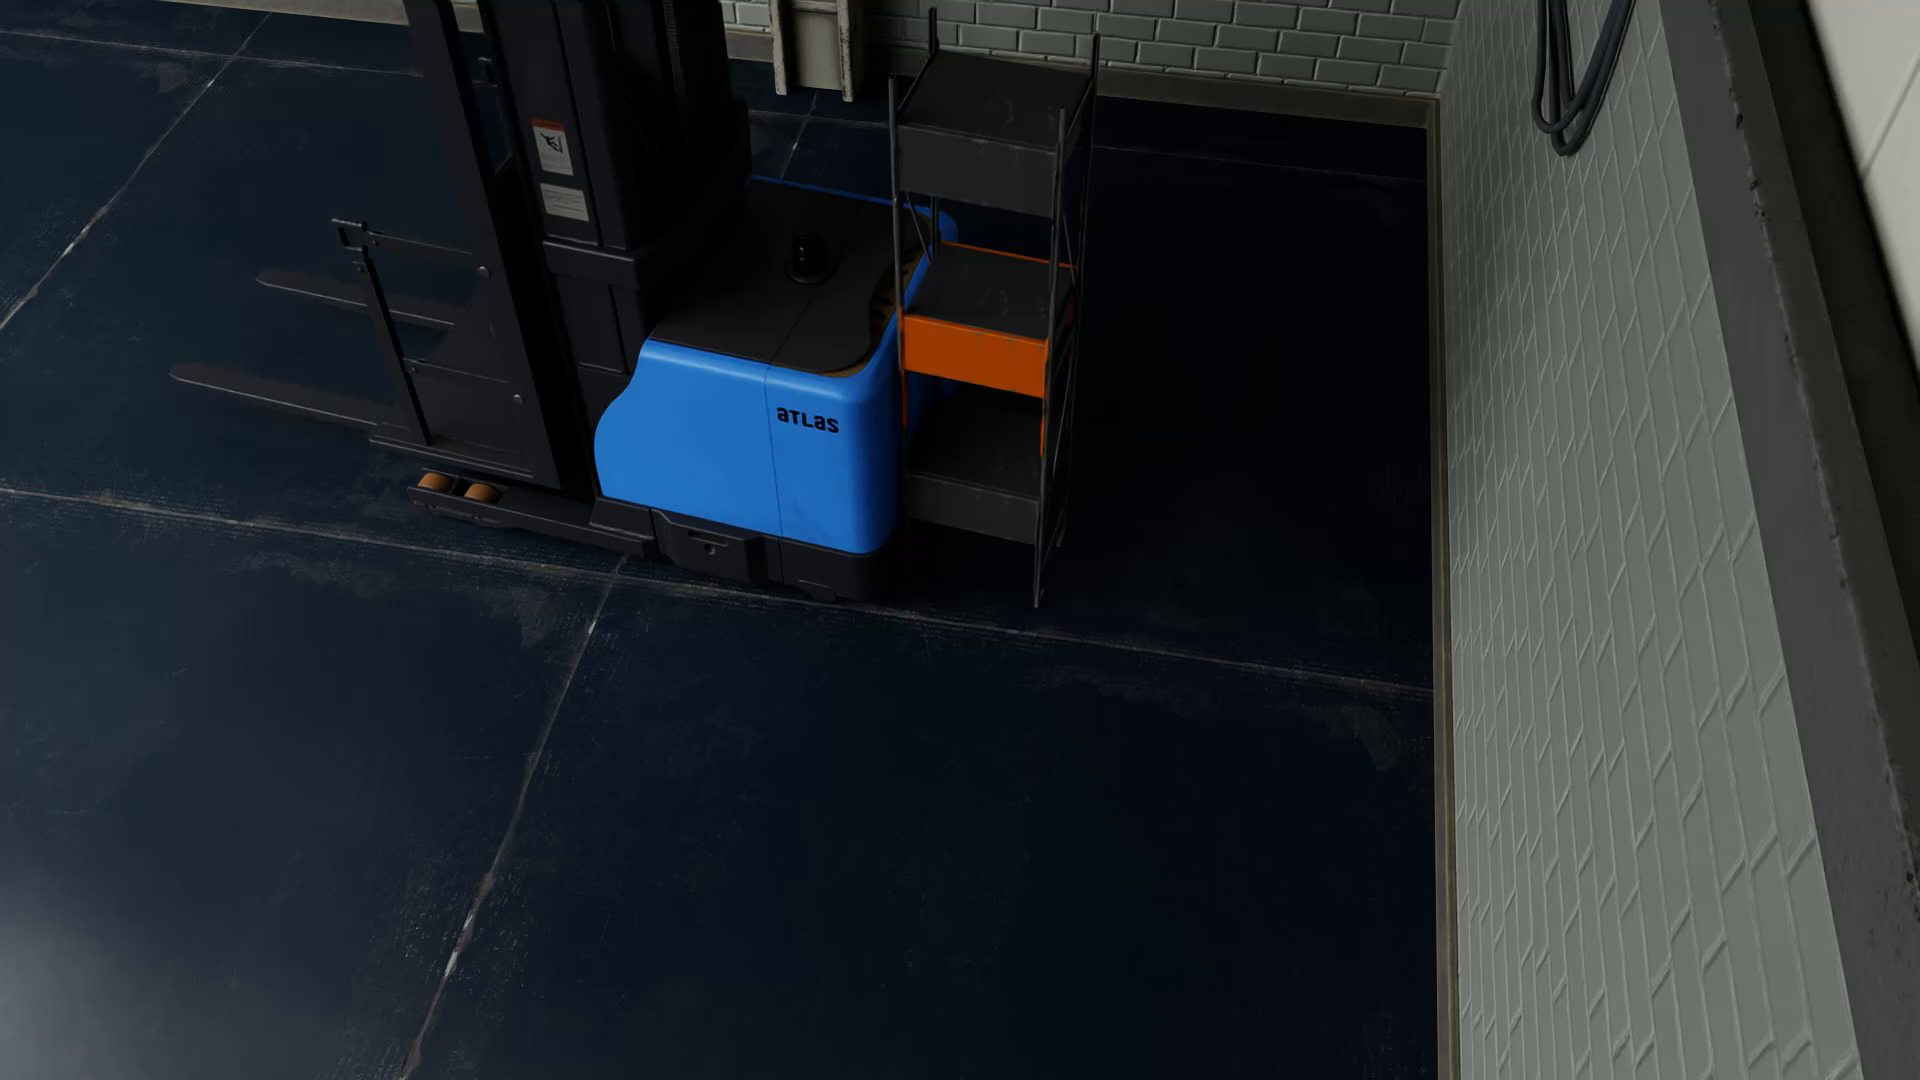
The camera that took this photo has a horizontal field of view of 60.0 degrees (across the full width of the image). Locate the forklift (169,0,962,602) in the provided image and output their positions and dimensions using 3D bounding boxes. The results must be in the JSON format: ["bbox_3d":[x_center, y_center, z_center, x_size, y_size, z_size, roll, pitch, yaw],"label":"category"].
[{"bbox_3d":[-1.569,-1.394,5.532,3.031,2.935,1.130,13,49,11],"label":"forklift"}]

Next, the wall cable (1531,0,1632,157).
[{"bbox_3d":[1.976,-2.907,4.900,0.112,2.526,3.097,8,49,7],"label":"wall cable"}]

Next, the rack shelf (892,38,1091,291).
[{"bbox_3d":[0.101,-1.108,4.911,0.480,0.518,0.431,13,49,11],"label":"rack shelf"}]

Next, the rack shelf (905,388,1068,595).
[{"bbox_3d":[0.101,-0.172,5.952,0.480,0.518,0.431,13,49,11],"label":"rack shelf"}]

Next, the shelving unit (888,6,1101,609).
[{"bbox_3d":[0.101,-0.649,5.421,0.503,2.100,0.431,13,49,11],"label":"shelving unit"}]

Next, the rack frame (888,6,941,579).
[{"bbox_3d":[-0.133,-0.702,5.469,0.015,2.100,0.400,13,49,11],"label":"rack frame"}]

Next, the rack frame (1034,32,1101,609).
[{"bbox_3d":[0.334,-0.596,5.374,0.015,2.100,0.400,13,49,11],"label":"rack frame"}]

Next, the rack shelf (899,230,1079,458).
[{"bbox_3d":[0.101,-0.640,5.432,0.480,0.518,0.431,13,49,11],"label":"rack shelf"}]

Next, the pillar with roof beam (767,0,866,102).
[{"bbox_3d":[-1.454,-2.152,2.134,0.400,9.000,9.100,8,49,7],"label":"pillar with roof beam"}]
